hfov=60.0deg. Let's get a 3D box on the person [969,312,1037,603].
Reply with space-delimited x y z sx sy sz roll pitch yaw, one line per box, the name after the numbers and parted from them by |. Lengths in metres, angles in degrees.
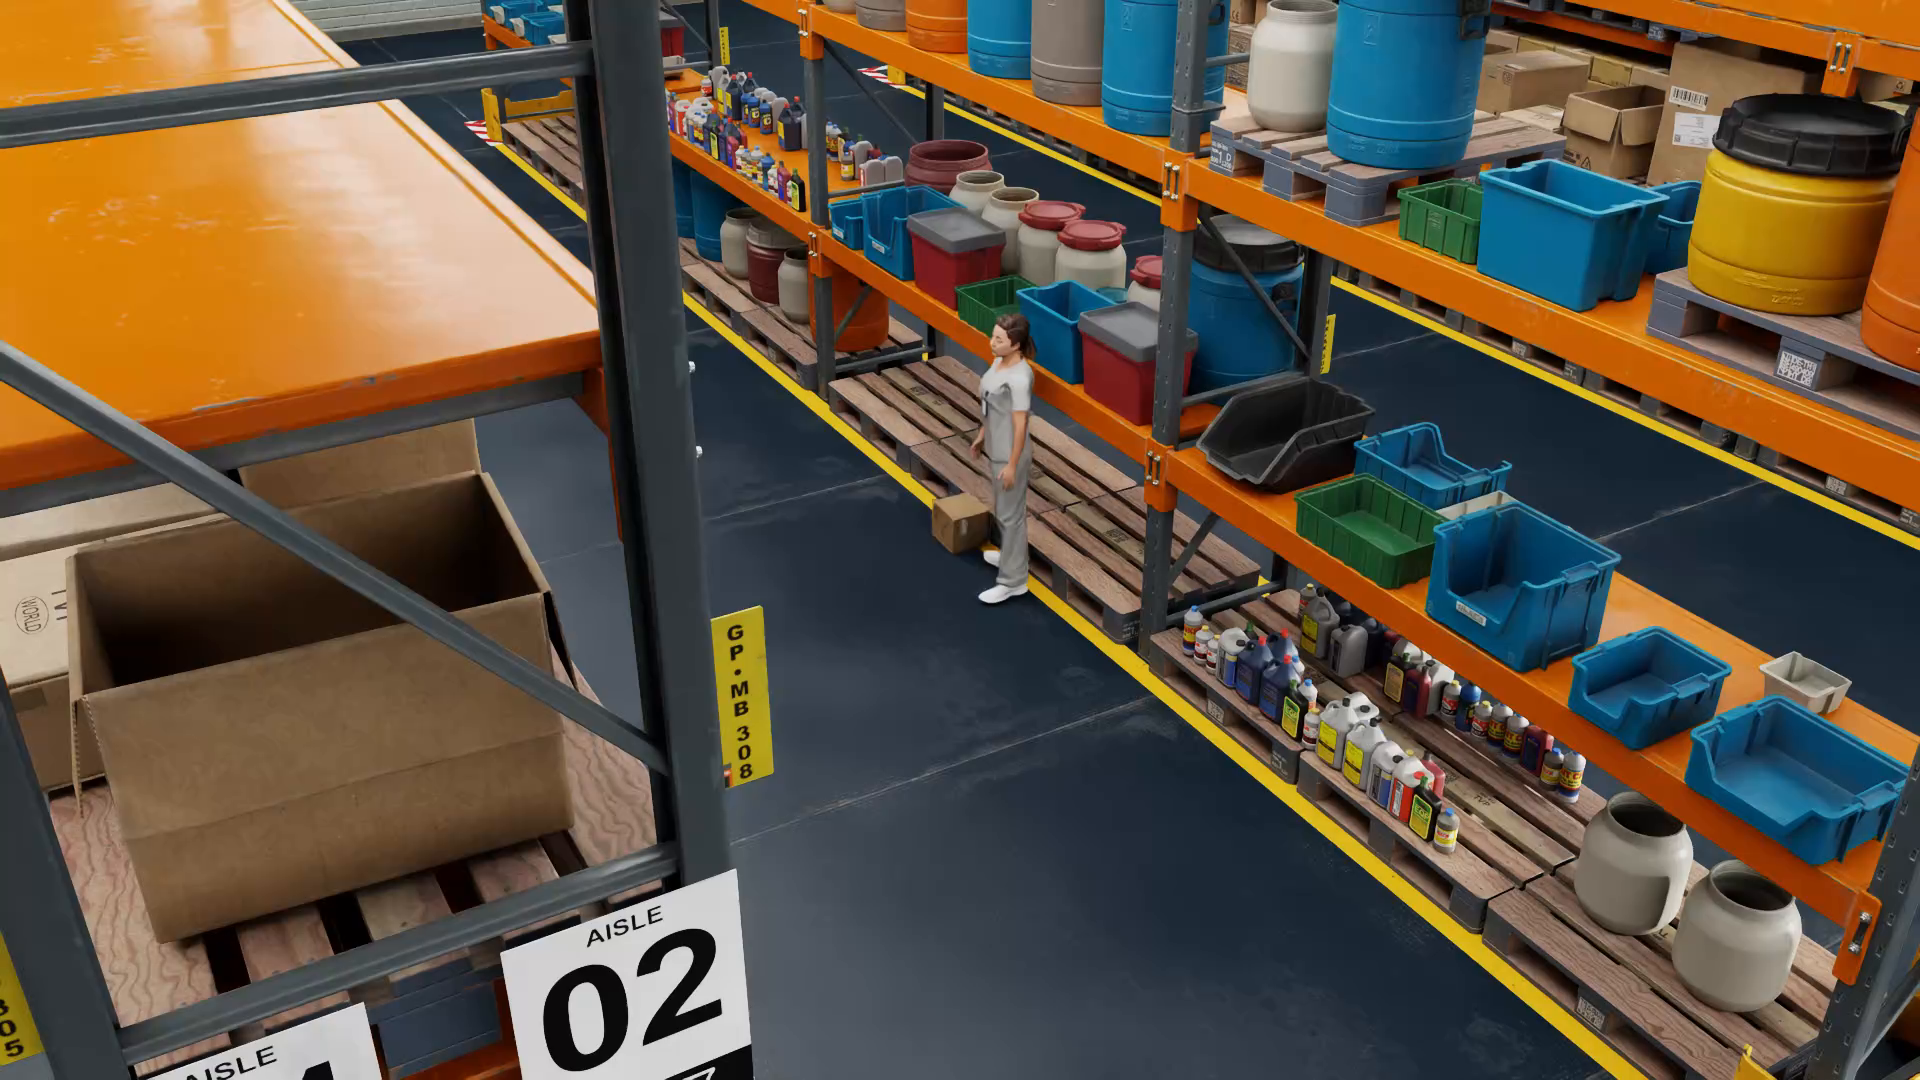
0.252 -0.494 9.394 0.376 1.678 0.574 -5 30 -9 | person
